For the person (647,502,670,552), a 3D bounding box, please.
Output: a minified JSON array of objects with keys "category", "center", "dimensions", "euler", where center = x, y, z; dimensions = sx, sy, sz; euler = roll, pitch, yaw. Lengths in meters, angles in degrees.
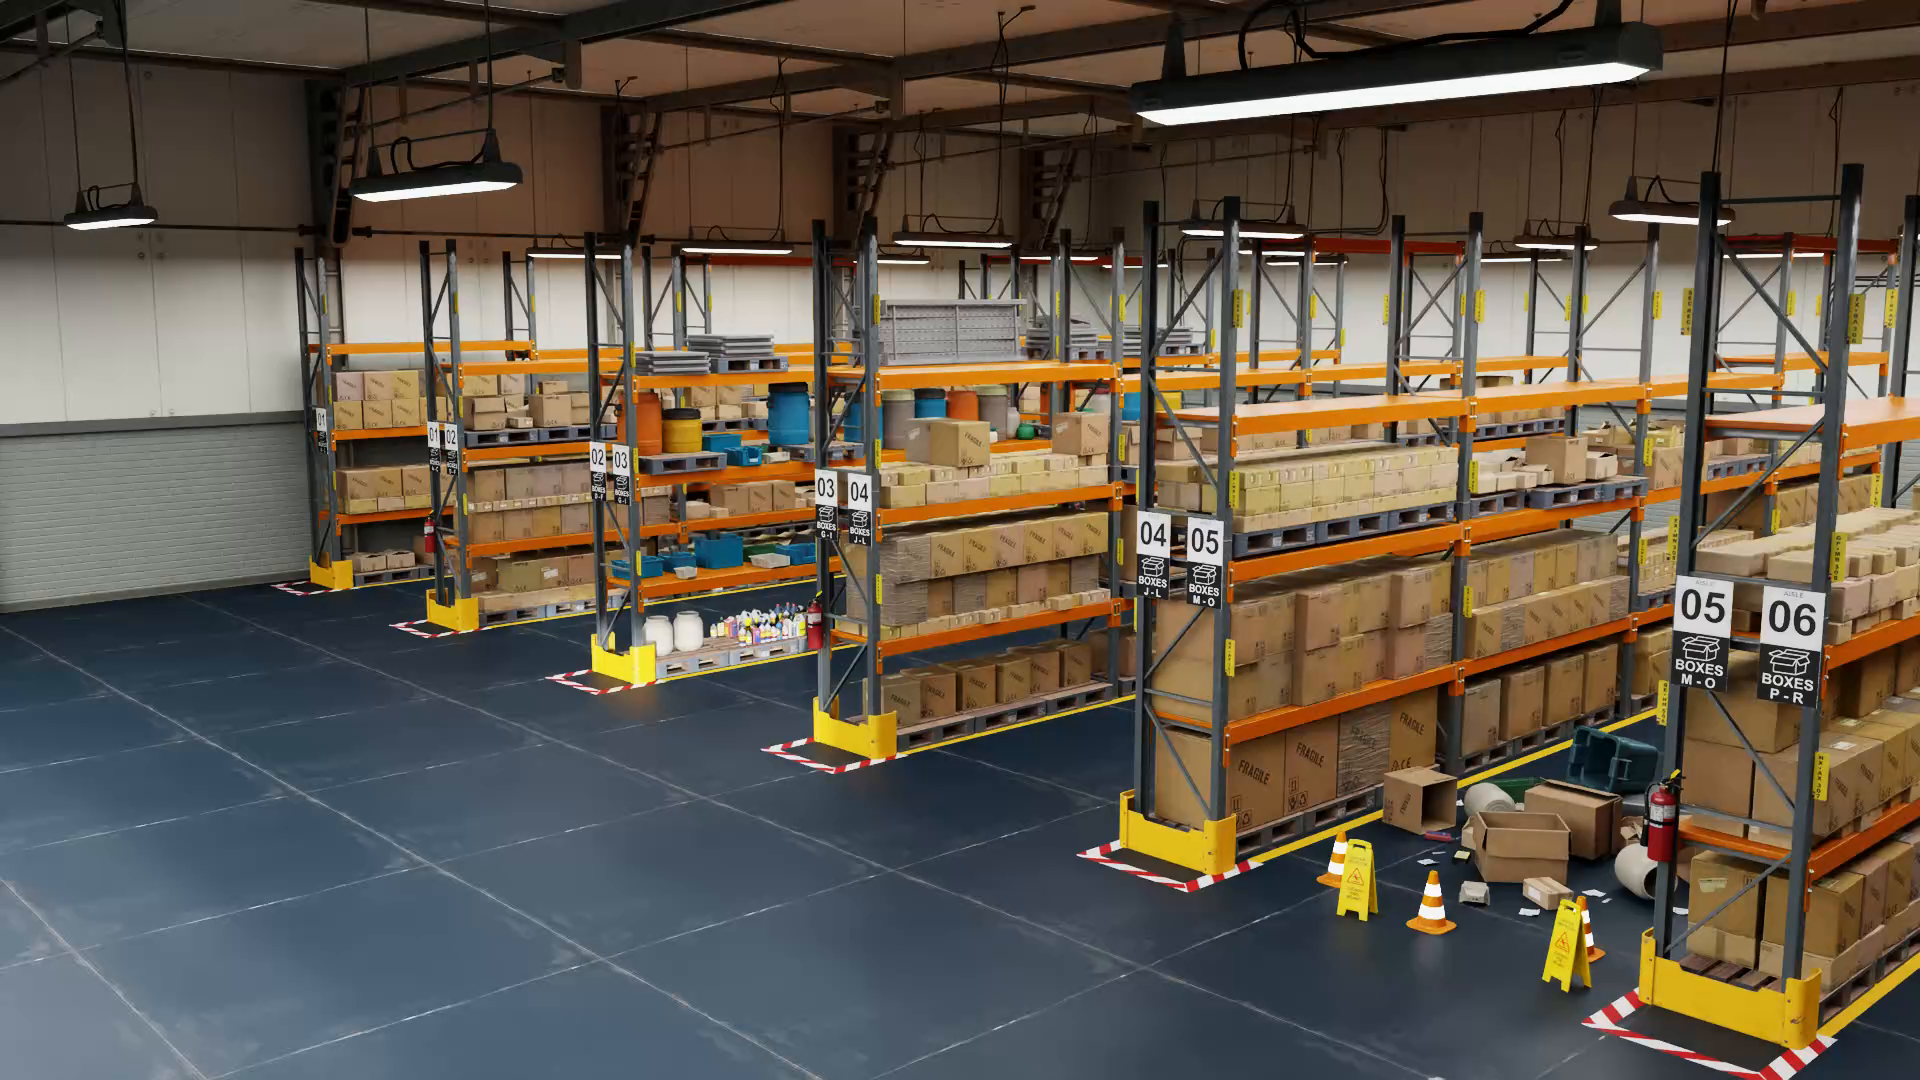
[{"category":"person","center":[-5.855,-0.340,31.637],"dimensions":[0.575,1.696,0.909],"euler":[6,10,36]}]
